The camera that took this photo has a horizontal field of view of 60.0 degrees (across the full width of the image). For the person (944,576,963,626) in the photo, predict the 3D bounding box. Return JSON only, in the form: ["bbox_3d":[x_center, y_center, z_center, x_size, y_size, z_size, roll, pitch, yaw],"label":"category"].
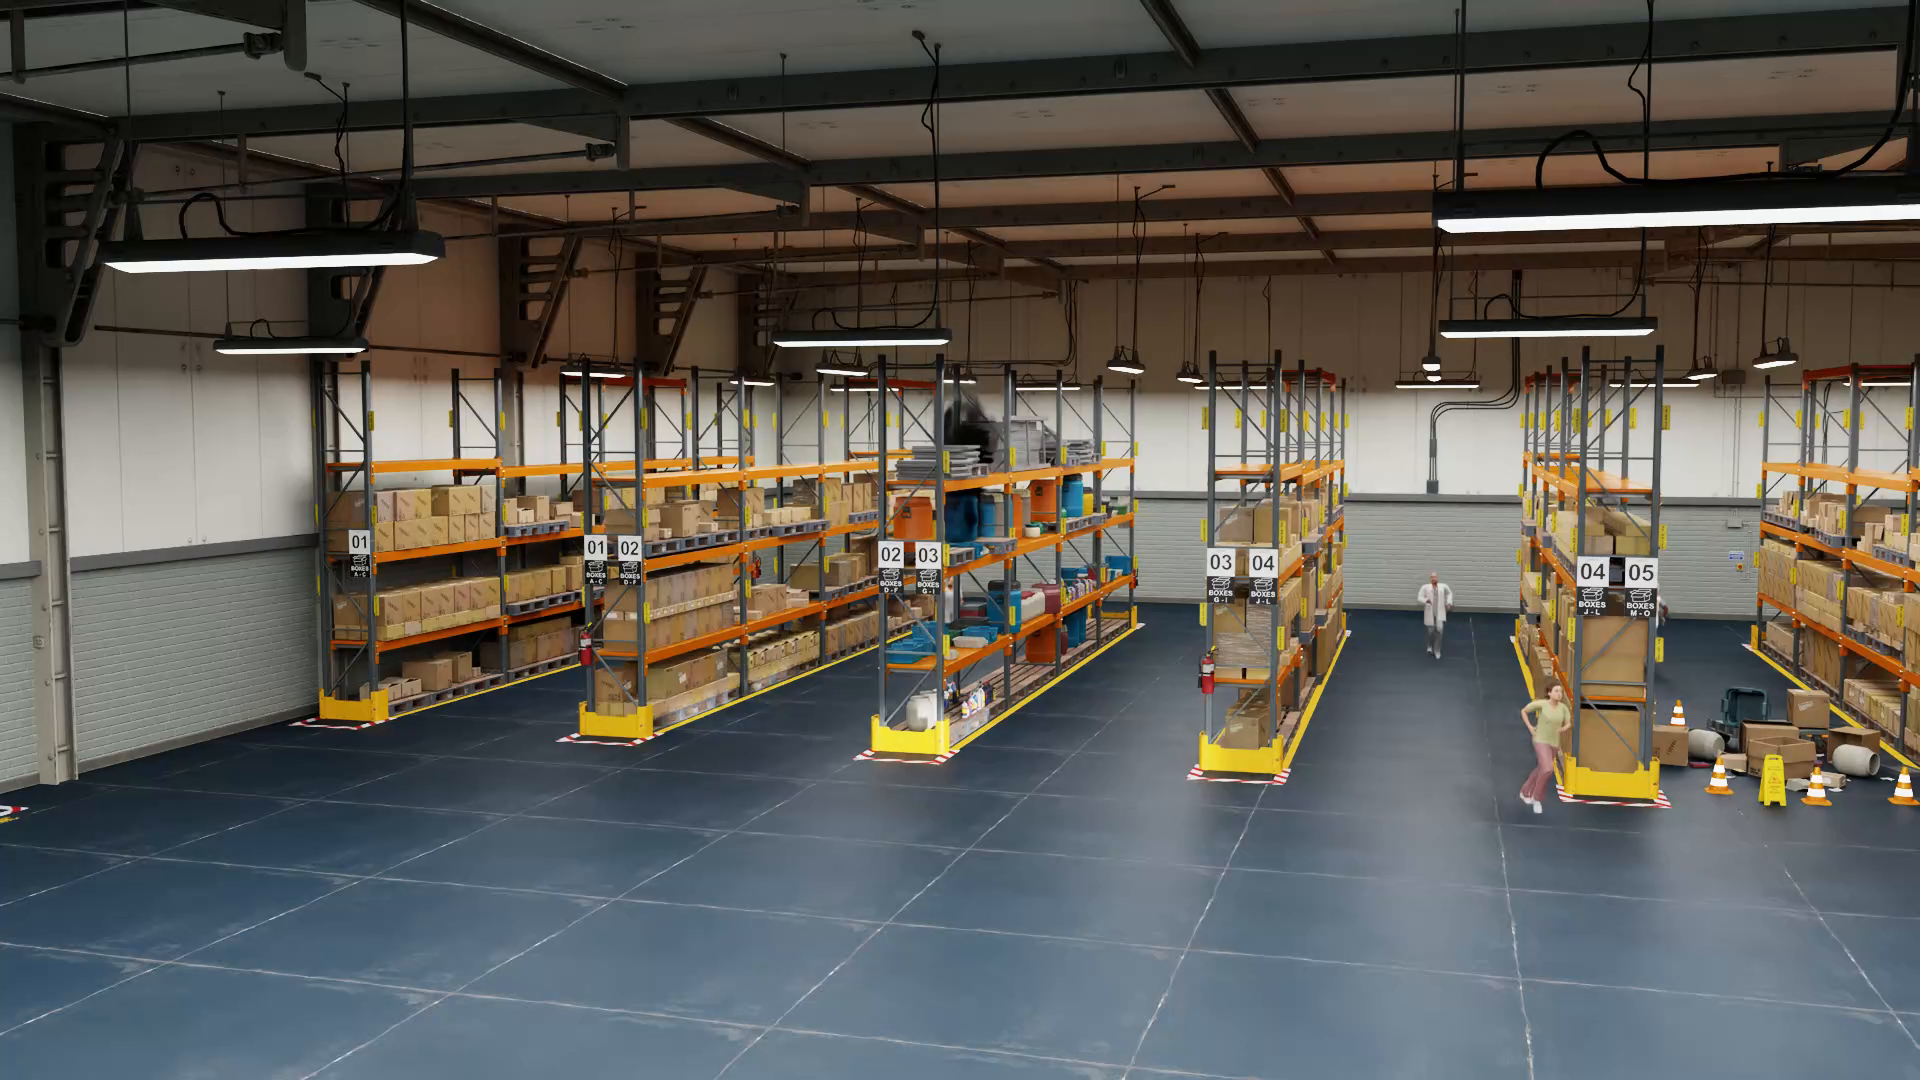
[{"bbox_3d":[-0.206,1.590,36.263,0.550,1.629,0.560,0,4,1],"label":"person"}]

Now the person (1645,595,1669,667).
[{"bbox_3d":[13.979,1.697,33.843,0.667,1.741,0.636,0,4,6],"label":"person"}]

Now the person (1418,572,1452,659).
[{"bbox_3d":[10.133,1.600,35.489,0.712,1.830,0.858,1,4,17],"label":"person"}]

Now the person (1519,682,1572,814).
[{"bbox_3d":[7.562,2.655,21.452,0.565,1.695,0.682,-1,4,-14],"label":"person"}]
